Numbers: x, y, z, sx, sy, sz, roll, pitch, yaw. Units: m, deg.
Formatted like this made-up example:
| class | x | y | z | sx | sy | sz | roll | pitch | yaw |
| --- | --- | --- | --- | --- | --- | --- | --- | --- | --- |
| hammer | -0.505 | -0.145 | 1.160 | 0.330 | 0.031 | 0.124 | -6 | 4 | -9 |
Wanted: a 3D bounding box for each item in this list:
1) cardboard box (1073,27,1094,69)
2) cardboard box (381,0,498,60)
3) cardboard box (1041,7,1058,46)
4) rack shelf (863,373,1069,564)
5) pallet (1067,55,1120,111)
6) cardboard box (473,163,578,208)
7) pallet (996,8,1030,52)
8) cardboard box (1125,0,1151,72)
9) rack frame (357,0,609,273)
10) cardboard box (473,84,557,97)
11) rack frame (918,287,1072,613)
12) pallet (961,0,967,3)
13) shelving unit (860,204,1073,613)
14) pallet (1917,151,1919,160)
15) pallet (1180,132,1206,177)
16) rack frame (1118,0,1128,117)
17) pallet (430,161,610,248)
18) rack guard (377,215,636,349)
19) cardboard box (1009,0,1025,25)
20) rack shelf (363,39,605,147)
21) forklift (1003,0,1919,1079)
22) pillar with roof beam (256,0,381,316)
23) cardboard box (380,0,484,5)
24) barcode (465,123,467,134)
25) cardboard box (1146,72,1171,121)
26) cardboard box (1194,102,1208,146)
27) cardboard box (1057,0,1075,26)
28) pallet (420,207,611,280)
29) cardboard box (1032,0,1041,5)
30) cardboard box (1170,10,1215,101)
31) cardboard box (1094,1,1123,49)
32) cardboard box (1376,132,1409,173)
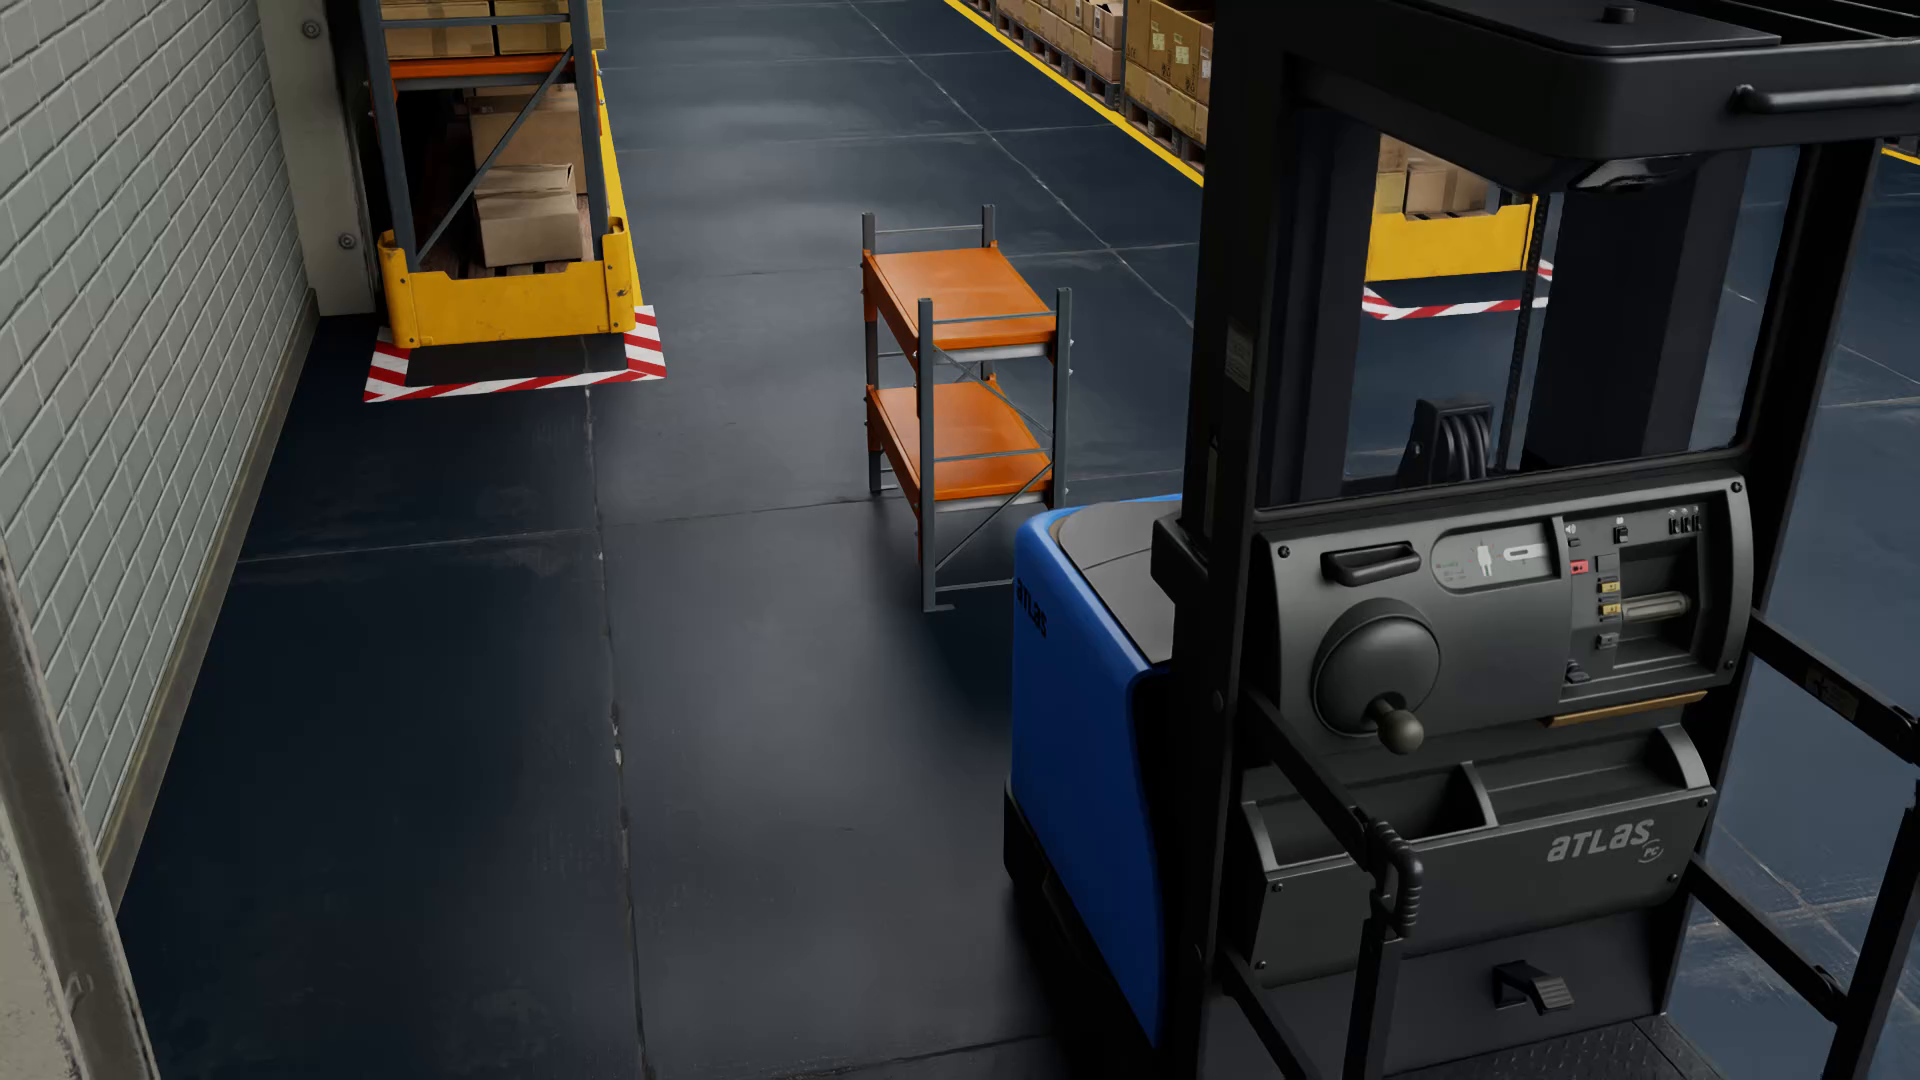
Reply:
| class | x | y | z | sx | sy | sz | roll | pitch | yaw |
| --- | --- | --- | --- | --- | --- | --- | --- | --- | --- |
| cardboard box | 1.225 | -3.962 | 13.356 | 0.500 | 0.250 | 0.500 | -6 | 27 | -12 |
| cardboard box | -2.505 | -2.494 | 8.007 | 0.500 | 0.250 | 0.500 | -6 | 27 | -11 |
| cardboard box | 0.996 | -4.410 | 14.244 | 0.500 | 0.250 | 0.500 | -5 | 27 | -11 |
| rack shelf | -0.002 | -0.287 | 6.113 | 0.538 | 0.278 | 1.000 | -6 | 27 | -12 |
| pallet | 1.509 | -3.702 | 13.350 | 1.003 | 0.211 | 1.213 | -6 | 27 | -12 |
| cardboard box | -2.407 | -1.926 | 9.232 | 0.500 | 0.311 | 0.500 | -4 | 27 | -7 |
| pallet | 0.959 | -4.773 | 15.472 | 1.003 | 0.211 | 1.213 | -6 | 27 | -12 |
| cardboard box | 1.513 | -3.687 | 11.978 | 0.500 | 0.500 | 0.500 | -6 | 27 | -12 |
| rack frame | -2.211 | -2.367 | 7.610 | 1.000 | 3.000 | 0.127 | -6 | 27 | -12 |
| cardboard box | -2.839 | -2.752 | 10.658 | 0.500 | 0.500 | 0.500 | -8 | 28 | -15 |
| rack frame | 0.113 | -0.282 | 5.560 | 0.500 | 1.125 | 0.032 | -6 | 27 | -12 |
| pallet | 0.409 | -6.004 | 17.912 | 1.003 | 0.211 | 1.213 | -6 | 27 | -12 |
| shelving unit | -0.002 | -0.505 | 6.002 | 0.538 | 1.125 | 1.048 | -6 | 27 | -12 |
| pallet | 7.201 | -2.514 | 10.996 | 1.003 | 0.211 | 1.213 | -6 | 27 | -12 |
| pallet | 2.130 | -2.492 | 10.954 | 1.003 | 0.211 | 1.213 | -6 | 27 | -12 |
| rack frame | 1.713 | -4.627 | 12.089 | 1.000 | 3.000 | 0.127 | -6 | 27 | -12 |
| pallet | -2.648 | -2.050 | 10.077 | 1.003 | 0.211 | 1.213 | -6 | 27 | -12 |
| rack guard | -2.228 | -1.284 | 8.239 | 1.175 | 0.500 | 0.348 | -6 | 27 | -12 |
| cardboard box | 0.758 | -4.863 | 15.141 | 0.500 | 0.250 | 0.500 | -7 | 28 | -13 |
| rack shelf | -2.661 | -2.923 | 9.511 | 1.077 | 0.370 | 4.000 | -6 | 27 | -12 |
| forklift | 1.022 | 0.159 | 2.682 | 1.130 | 2.935 | 3.031 | -8 | 28 | -15 |
| pillar with roof beam | 0.983 | -5.701 | 7.559 | 9.100 | 9.000 | 0.400 | -6 | 27 | -12 |
| cardboard box | -2.524 | -2.829 | 7.837 | 0.500 | 0.500 | 0.500 | -6 | 27 | -12 |
| barcode | -3.213 | -2.674 | 10.816 | 0.001 | 0.075 | 0.075 | -6 | 27 | -12 |
| cardboard box | 1.630 | -3.133 | 11.713 | 0.500 | 0.250 | 0.500 | -6 | 27 | -12 |
| cardboard box | 1.856 | -2.694 | 10.844 | 0.500 | 0.250 | 0.500 | -6 | 27 | -12 |
| cardboard box | 1.109 | -4.433 | 13.668 | 0.500 | 0.311 | 0.500 | -6 | 27 | -12 |
| pallet | -2.376 | -1.515 | 9.018 | 1.003 | 0.211 | 1.213 | -6 | 27 | -12 |
| cardboard box | 0.883 | -4.880 | 14.552 | 0.500 | 0.311 | 0.500 | -7 | 28 | -13 |
| cardboard box | 1.738 | -3.248 | 11.109 | 0.500 | 0.500 | 0.500 | -6 | 27 | -12 |
| cardboard box | 1.343 | -3.986 | 12.782 | 0.500 | 0.311 | 0.500 | -6 | 27 | -12 |
| cardboard box | 2.204 | -2.371 | 9.372 | 0.500 | 0.500 | 0.500 | -6 | 27 | -12 |
